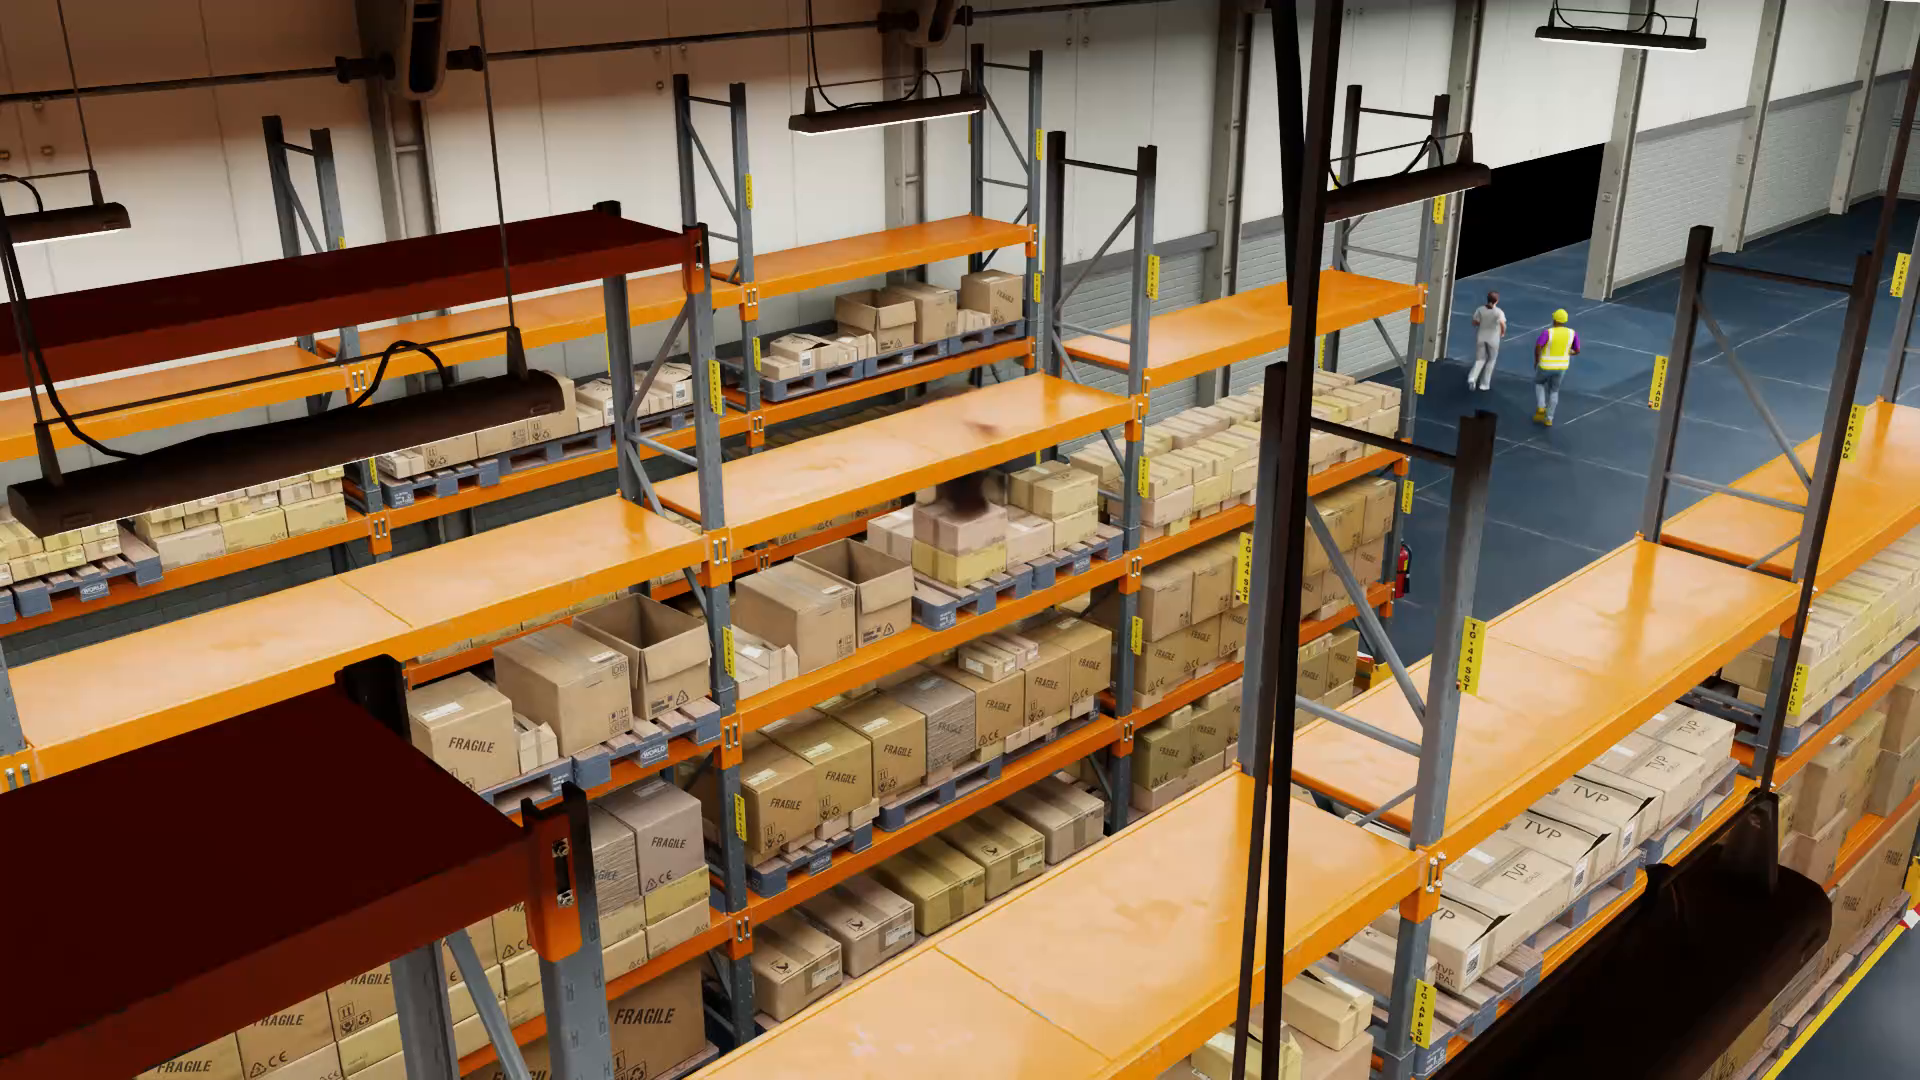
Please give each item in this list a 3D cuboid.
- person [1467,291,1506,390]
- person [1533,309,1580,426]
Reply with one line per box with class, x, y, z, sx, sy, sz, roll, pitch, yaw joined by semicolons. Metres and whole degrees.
person;8.311;-3.115;26.224;0.574;1.663;0.769;14;26;31
person;8.862;-2.607;24.875;0.695;1.734;0.629;3;23;7
